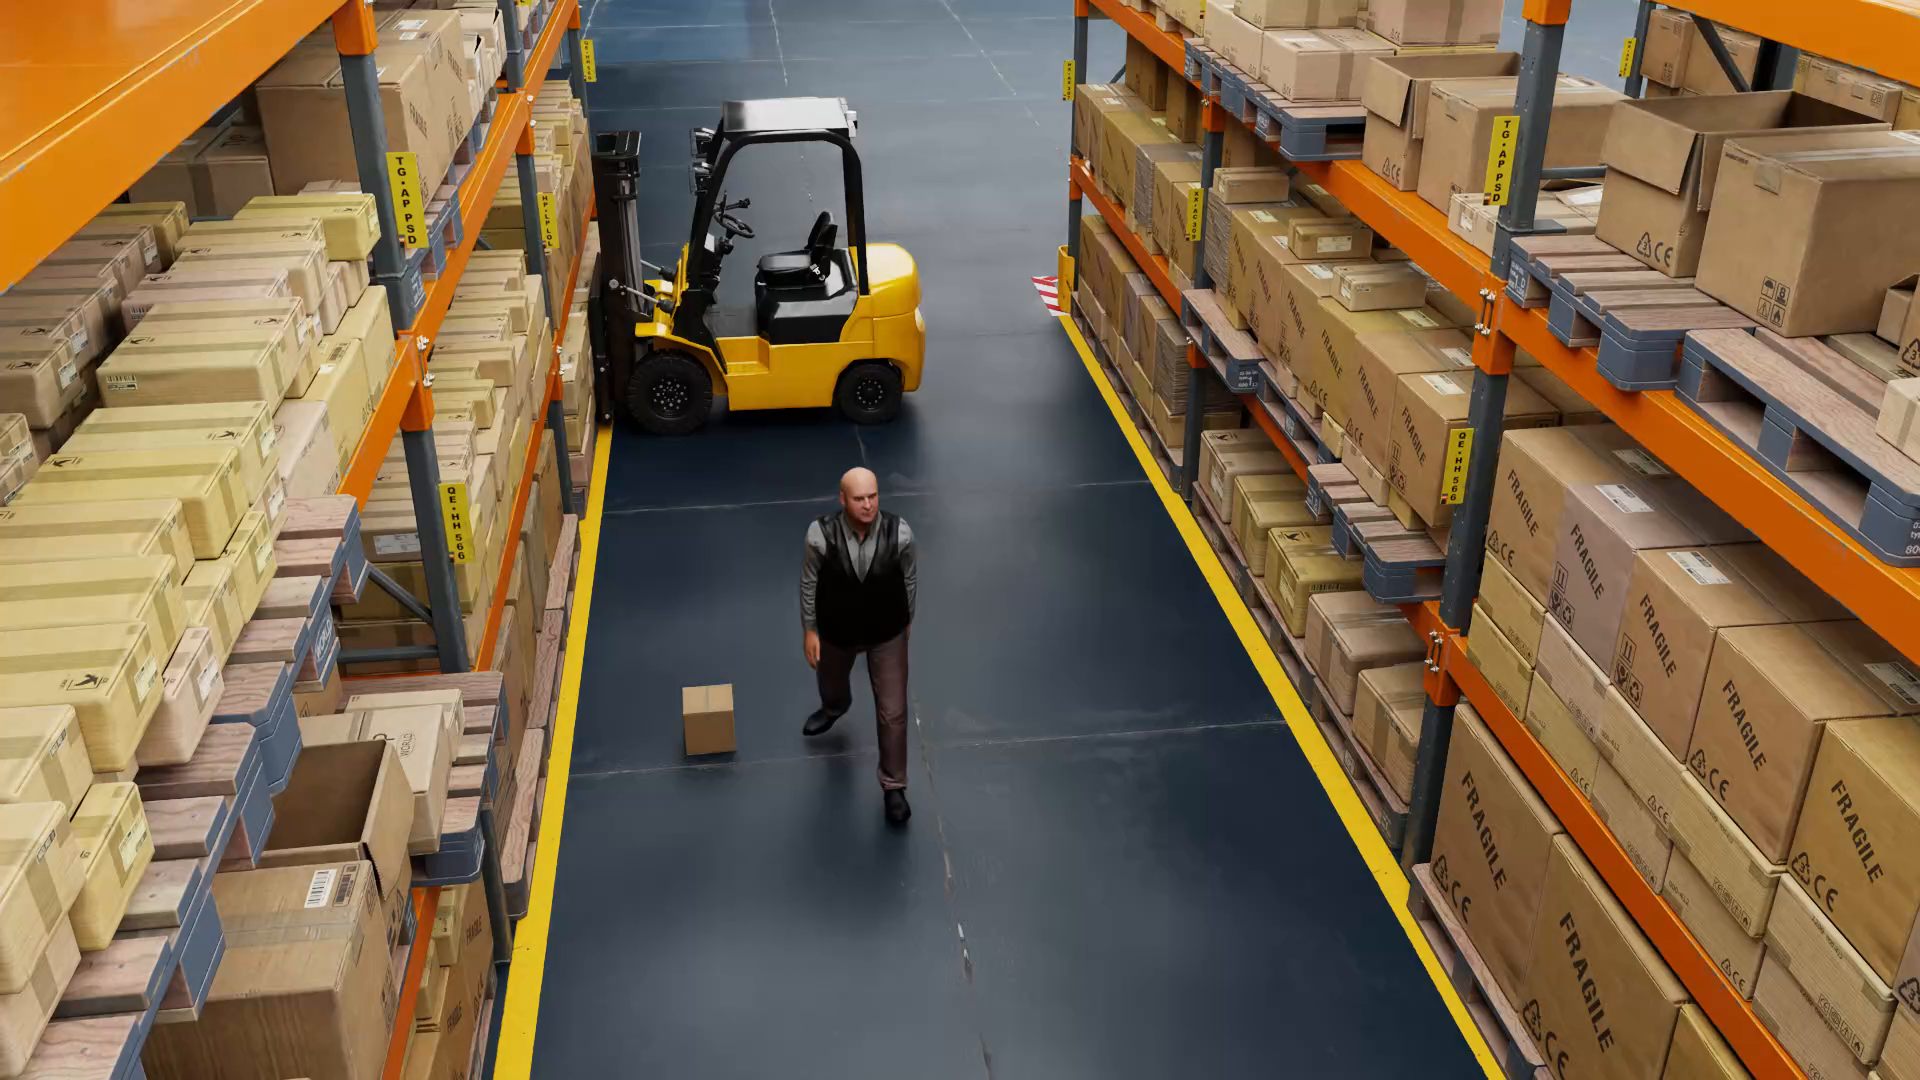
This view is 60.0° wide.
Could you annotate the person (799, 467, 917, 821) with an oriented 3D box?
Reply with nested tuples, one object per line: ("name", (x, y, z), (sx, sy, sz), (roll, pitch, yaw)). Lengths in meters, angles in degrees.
("person", (-0.492, 0.407, 7.848), (0.586, 1.706, 0.923), (-1, 27, -2))
